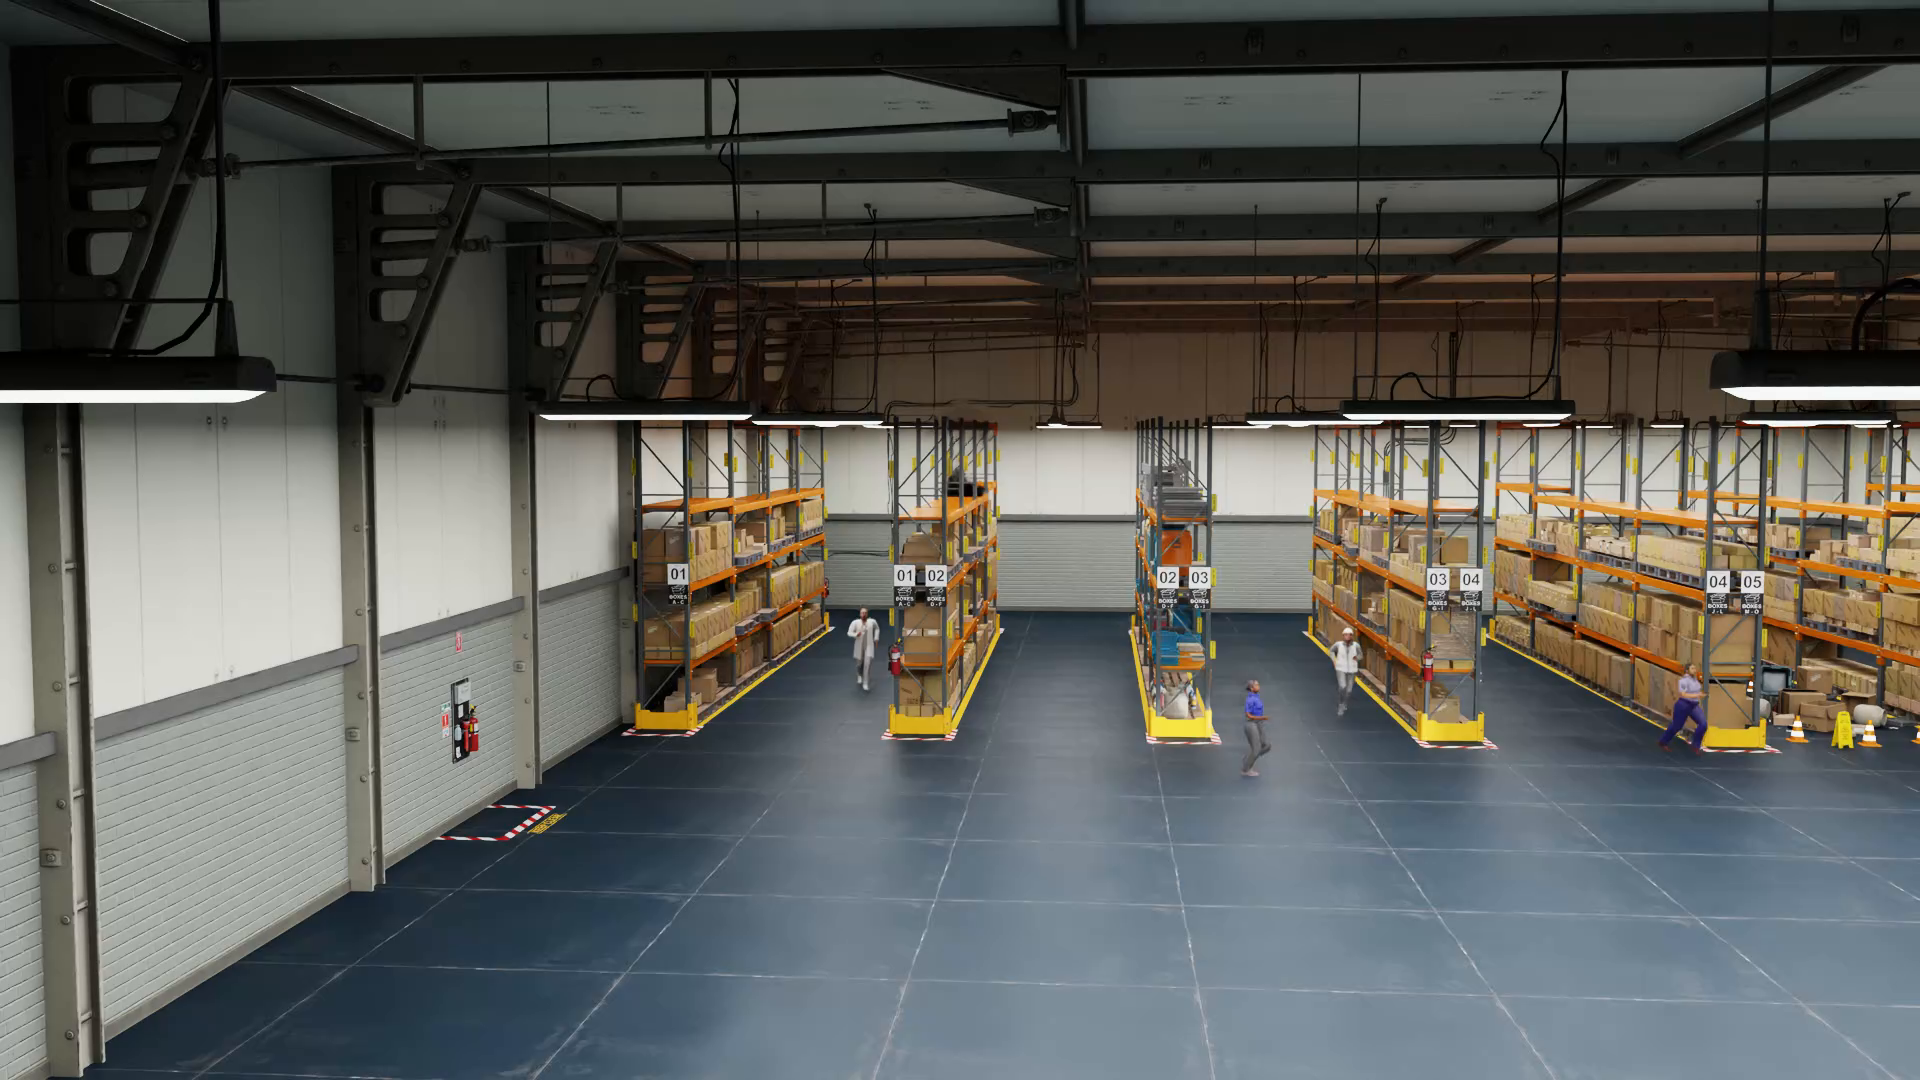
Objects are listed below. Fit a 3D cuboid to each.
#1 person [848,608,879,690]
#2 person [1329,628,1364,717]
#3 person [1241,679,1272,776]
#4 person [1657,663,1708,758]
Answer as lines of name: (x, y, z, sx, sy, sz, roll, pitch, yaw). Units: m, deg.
person: (-2.147, 2.394, 37.037, 0.713, 1.767, 1.001, 0, 4, -4)
person: (7.809, 2.659, 33.579, 0.640, 1.798, 0.785, 0, 4, 0)
person: (4.941, 3.109, 27.552, 0.542, 1.611, 0.565, 2, 4, 27)
person: (12.830, 2.993, 29.382, 0.611, 1.688, 0.871, -2, 4, -31)
